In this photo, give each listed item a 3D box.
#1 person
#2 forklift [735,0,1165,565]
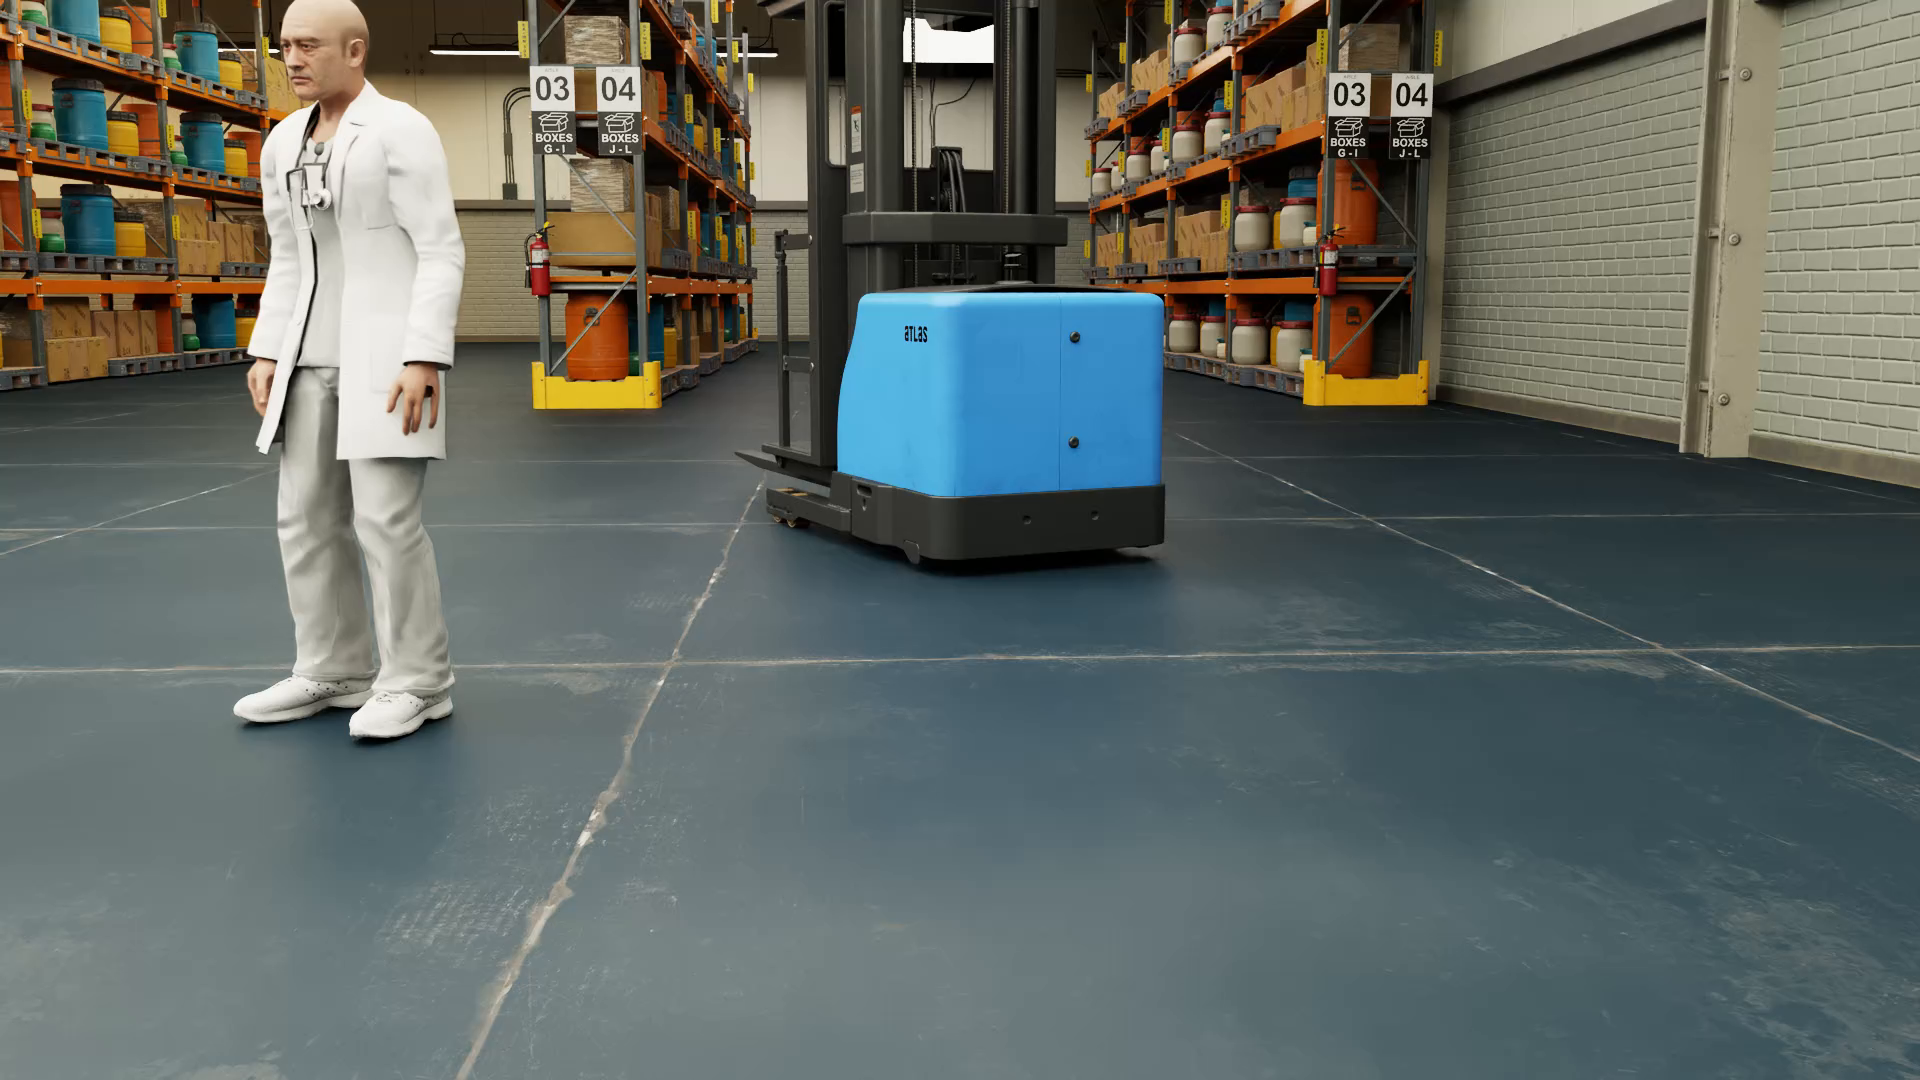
[{"bbox_3d":[-1.493,-0.420,4.097,0.642,1.775,0.421,4,9,27],"label":"person"},{"bbox_3d":[-0.264,-1.530,7.637,1.130,2.935,3.031,-4,9,-25],"label":"forklift"}]
